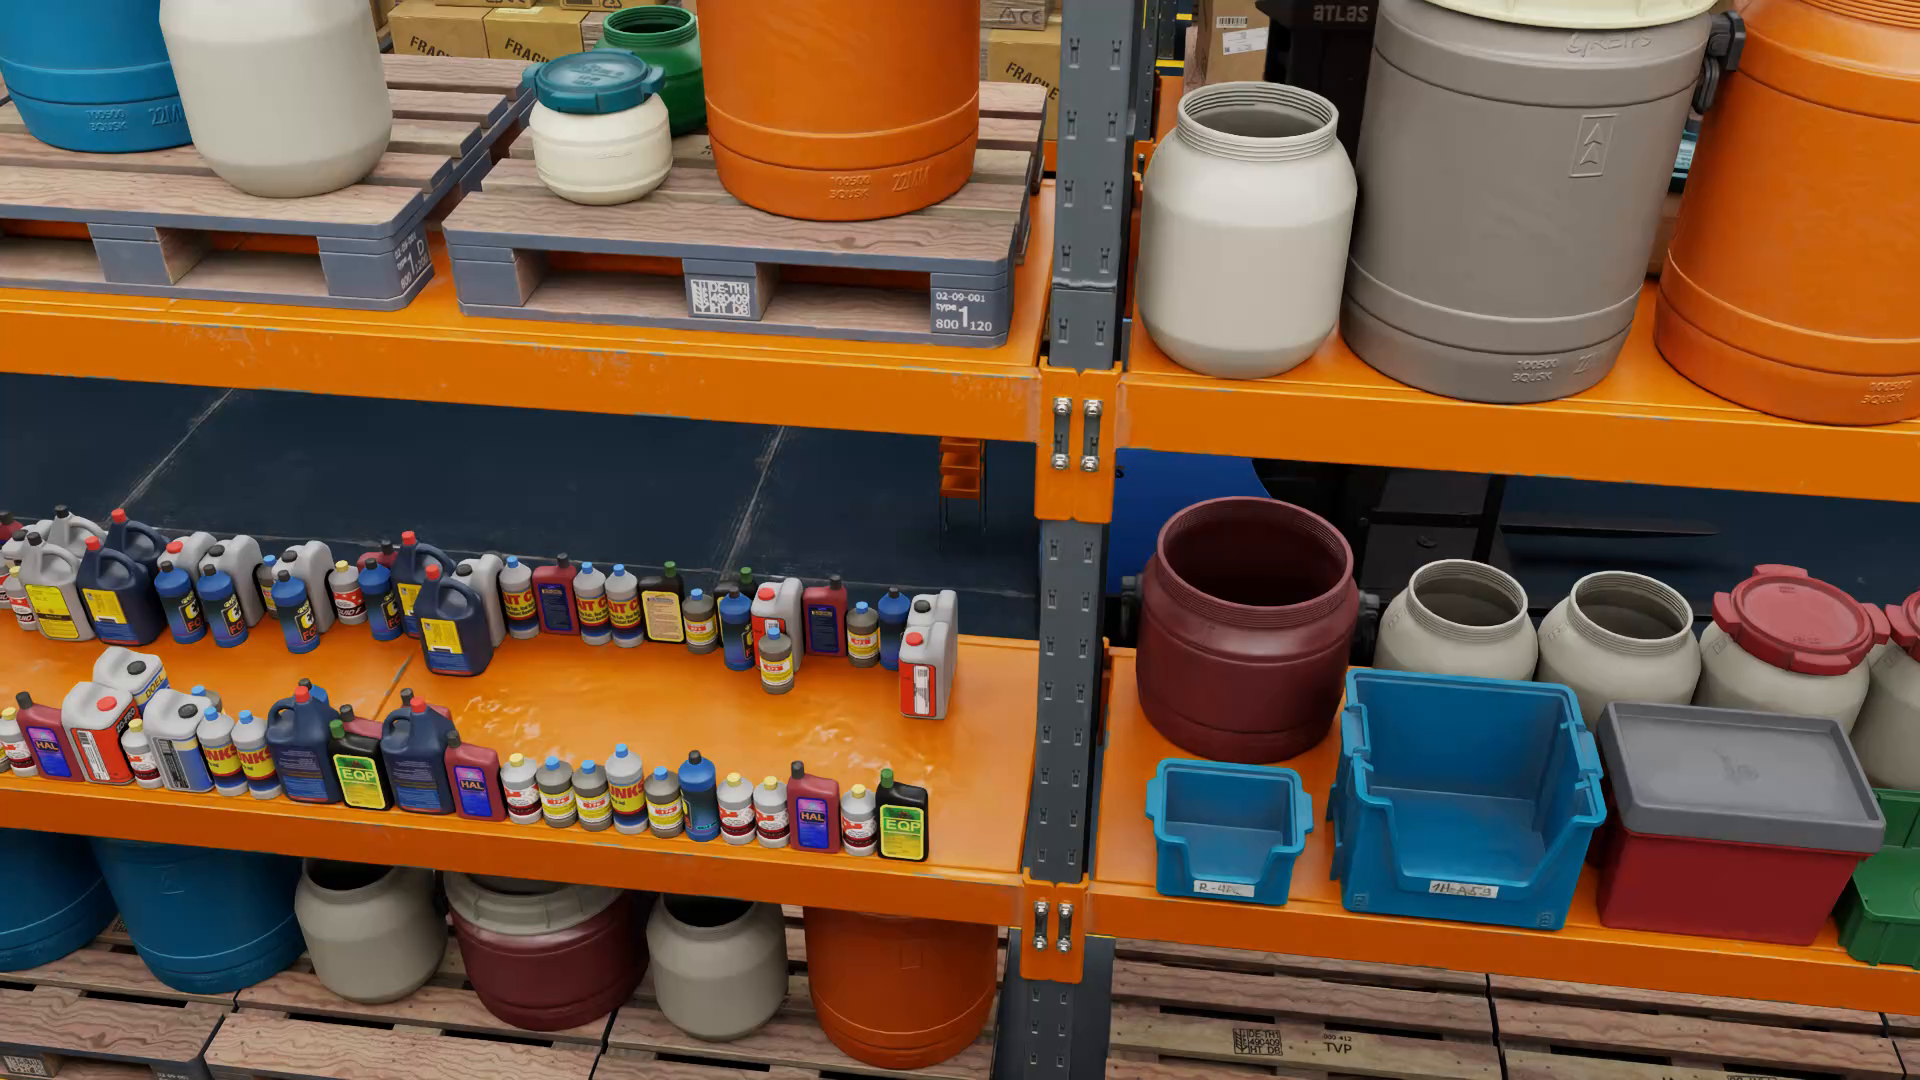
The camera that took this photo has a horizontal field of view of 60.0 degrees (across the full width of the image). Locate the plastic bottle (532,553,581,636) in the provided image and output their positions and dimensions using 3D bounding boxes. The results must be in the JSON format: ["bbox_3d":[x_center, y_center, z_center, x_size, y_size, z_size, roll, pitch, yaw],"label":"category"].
[{"bbox_3d":[-1.221,0.160,5.044,0.133,0.283,0.061,4,36,6],"label":"plastic bottle"}]

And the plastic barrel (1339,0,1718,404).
[{"bbox_3d":[1.094,-0.797,3.270,0.600,0.901,0.600,0,36,0],"label":"plastic barrel"}]

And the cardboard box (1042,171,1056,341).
[{"bbox_3d":[0.256,-1.780,9.130,0.875,0.875,1.225,3,36,4],"label":"cardboard box"}]

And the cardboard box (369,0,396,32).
[{"bbox_3d":[-3.462,-2.953,9.178,0.500,0.250,0.500,4,36,5],"label":"cardboard box"}]

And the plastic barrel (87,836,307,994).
[{"bbox_3d":[-2.421,0.932,5.306,0.708,0.901,0.600,4,36,6],"label":"plastic barrel"}]

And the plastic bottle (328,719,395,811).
[{"bbox_3d":[-1.598,0.598,4.431,0.133,0.283,0.061,4,36,6],"label":"plastic bottle"}]

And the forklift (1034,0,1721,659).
[{"bbox_3d":[1.862,-0.955,6.565,3.031,2.935,1.130,3,36,4],"label":"forklift"}]

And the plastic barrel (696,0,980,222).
[{"bbox_3d":[-0.256,-1.168,3.491,0.708,0.830,0.600,4,36,6],"label":"plastic barrel"}]

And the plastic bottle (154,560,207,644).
[{"bbox_3d":[-2.363,0.180,5.027,0.097,0.271,0.097,0,36,0],"label":"plastic bottle"}]

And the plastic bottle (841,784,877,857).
[{"bbox_3d":[-0.261,0.720,4.330,0.097,0.201,0.097,0,36,0],"label":"plastic bottle"}]

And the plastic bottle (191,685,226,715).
[{"bbox_3d":[-2.104,0.494,4.647,0.097,0.201,0.097,0,36,0],"label":"plastic bottle"}]

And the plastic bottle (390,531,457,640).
[{"bbox_3d":[-1.615,0.128,5.031,0.185,0.351,0.144,4,36,6],"label":"plastic bottle"}]

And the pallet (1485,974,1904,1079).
[{"bbox_3d":[2.277,1.749,5.118,1.213,0.211,1.003,4,36,6],"label":"pallet"}]

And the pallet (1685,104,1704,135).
[{"bbox_3d":[4.166,-2.178,8.384,1.213,0.211,1.003,4,36,6],"label":"pallet"}]

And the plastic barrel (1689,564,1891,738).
[{"bbox_3d":[2.197,0.400,4.491,0.433,0.535,0.433,0,36,0],"label":"plastic barrel"}]

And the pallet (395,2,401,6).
[{"bbox_3d":[-4.182,-4.541,13.930,1.213,0.211,1.003,4,36,6],"label":"pallet"}]

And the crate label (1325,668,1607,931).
[{"bbox_3d":[1.258,0.658,4.216,0.616,0.435,0.502,4,36,6],"label":"crate label"}]

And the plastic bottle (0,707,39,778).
[{"bbox_3d":[-2.582,0.547,4.572,0.097,0.201,0.097,0,36,0],"label":"plastic bottle"}]

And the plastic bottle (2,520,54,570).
[{"bbox_3d":[-2.866,0.067,5.181,0.135,0.276,0.152,4,36,6],"label":"plastic bottle"}]

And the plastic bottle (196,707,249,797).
[{"bbox_3d":[-1.990,0.563,4.490,0.097,0.271,0.097,0,36,0],"label":"plastic bottle"}]

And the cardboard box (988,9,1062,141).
[{"bbox_3d":[0.417,-2.346,8.368,0.500,0.500,0.500,5,36,7],"label":"cardboard box"}]

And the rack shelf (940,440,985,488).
[{"bbox_3d":[0.014,-0.353,7.495,0.180,0.103,0.258,4,36,6],"label":"rack shelf"}]

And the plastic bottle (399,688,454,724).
[{"bbox_3d":[-1.447,0.525,4.533,0.133,0.283,0.061,4,36,6],"label":"plastic bottle"}]

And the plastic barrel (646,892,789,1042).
[{"bbox_3d":[-0.752,1.268,5.172,0.421,0.512,0.421,0,36,0],"label":"plastic barrel"}]

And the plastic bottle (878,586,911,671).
[{"bbox_3d":[-0.193,0.252,4.925,0.097,0.271,0.097,0,36,0],"label":"plastic bottle"}]

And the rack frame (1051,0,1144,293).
[{"bbox_3d":[0.307,-1.999,2.805,0.127,3.000,1.000,4,36,6],"label":"rack frame"}]

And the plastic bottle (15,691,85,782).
[{"bbox_3d":[-2.470,0.533,4.522,0.133,0.283,0.061,4,36,6],"label":"plastic bottle"}]

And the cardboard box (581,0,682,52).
[{"bbox_3d":[-1.610,-2.496,8.579,0.500,0.500,0.500,3,36,5],"label":"cardboard box"}]

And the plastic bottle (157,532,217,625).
[{"bbox_3d":[-2.366,0.104,5.128,0.135,0.276,0.152,4,36,6],"label":"plastic bottle"}]

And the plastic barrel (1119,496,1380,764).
[{"bbox_3d":[0.806,0.247,4.705,0.708,0.536,0.600,4,36,6],"label":"plastic barrel"}]

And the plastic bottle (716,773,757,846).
[{"bbox_3d":[-0.586,0.696,4.364,0.097,0.201,0.097,0,36,0],"label":"plastic bottle"}]

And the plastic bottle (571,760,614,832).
[{"bbox_3d":[-0.972,0.667,4.404,0.097,0.201,0.097,0,36,0],"label":"plastic bottle"}]

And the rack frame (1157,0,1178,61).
[{"bbox_3d":[1.670,-5.262,12.540,0.127,3.000,1.000,4,36,6],"label":"rack frame"}]

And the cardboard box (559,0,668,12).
[{"bbox_3d":[-1.716,-3.056,8.501,0.637,0.503,0.797,5,36,6],"label":"cardboard box"}]

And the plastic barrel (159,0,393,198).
[{"bbox_3d":[-1.471,-1.049,3.577,0.433,0.535,0.433,0,36,0],"label":"plastic barrel"}]

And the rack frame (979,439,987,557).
[{"bbox_3d":[0.105,-0.481,7.390,0.006,1.200,0.240,4,36,6],"label":"rack frame"}]

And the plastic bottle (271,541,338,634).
[{"bbox_3d":[-2.002,0.132,5.090,0.135,0.276,0.152,4,36,6],"label":"plastic bottle"}]

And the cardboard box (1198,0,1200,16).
[{"bbox_3d":[2.262,-4.420,12.936,0.750,0.750,1.050,4,36,5],"label":"cardboard box"}]

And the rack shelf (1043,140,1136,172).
[{"bbox_3d":[-1.046,-2.266,8.963,4.000,0.370,1.077,4,36,6],"label":"rack shelf"}]

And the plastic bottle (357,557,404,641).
[{"bbox_3d":[-1.759,0.171,5.039,0.097,0.271,0.097,0,36,0],"label":"plastic bottle"}]

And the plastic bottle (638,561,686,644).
[{"bbox_3d":[-0.896,0.184,5.010,0.133,0.283,0.061,4,36,6],"label":"plastic bottle"}]

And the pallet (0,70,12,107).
[{"bbox_3d":[-2.871,-0.996,4.143,1.003,0.211,1.213,4,36,6],"label":"pallet"}]

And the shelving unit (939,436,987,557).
[{"bbox_3d":[0.014,-0.487,7.400,0.189,1.200,0.258,4,36,6],"label":"shelving unit"}]

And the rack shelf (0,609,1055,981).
[{"bbox_3d":[-1.677,0.587,4.964,4.000,0.370,1.077,4,36,6],"label":"rack shelf"}]

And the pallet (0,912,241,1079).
[{"bbox_3d":[-2.900,1.363,5.659,1.213,0.211,1.003,4,36,6],"label":"pallet"}]

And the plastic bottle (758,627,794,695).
[{"bbox_3d":[-0.537,0.344,4.857,0.097,0.201,0.097,0,36,0],"label":"plastic bottle"}]

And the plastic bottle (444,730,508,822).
[{"bbox_3d":[-1.282,0.621,4.398,0.133,0.283,0.061,4,36,6],"label":"plastic bottle"}]

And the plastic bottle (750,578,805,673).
[{"bbox_3d":[-0.540,0.241,4.937,0.135,0.276,0.152,4,36,6],"label":"plastic bottle"}]
